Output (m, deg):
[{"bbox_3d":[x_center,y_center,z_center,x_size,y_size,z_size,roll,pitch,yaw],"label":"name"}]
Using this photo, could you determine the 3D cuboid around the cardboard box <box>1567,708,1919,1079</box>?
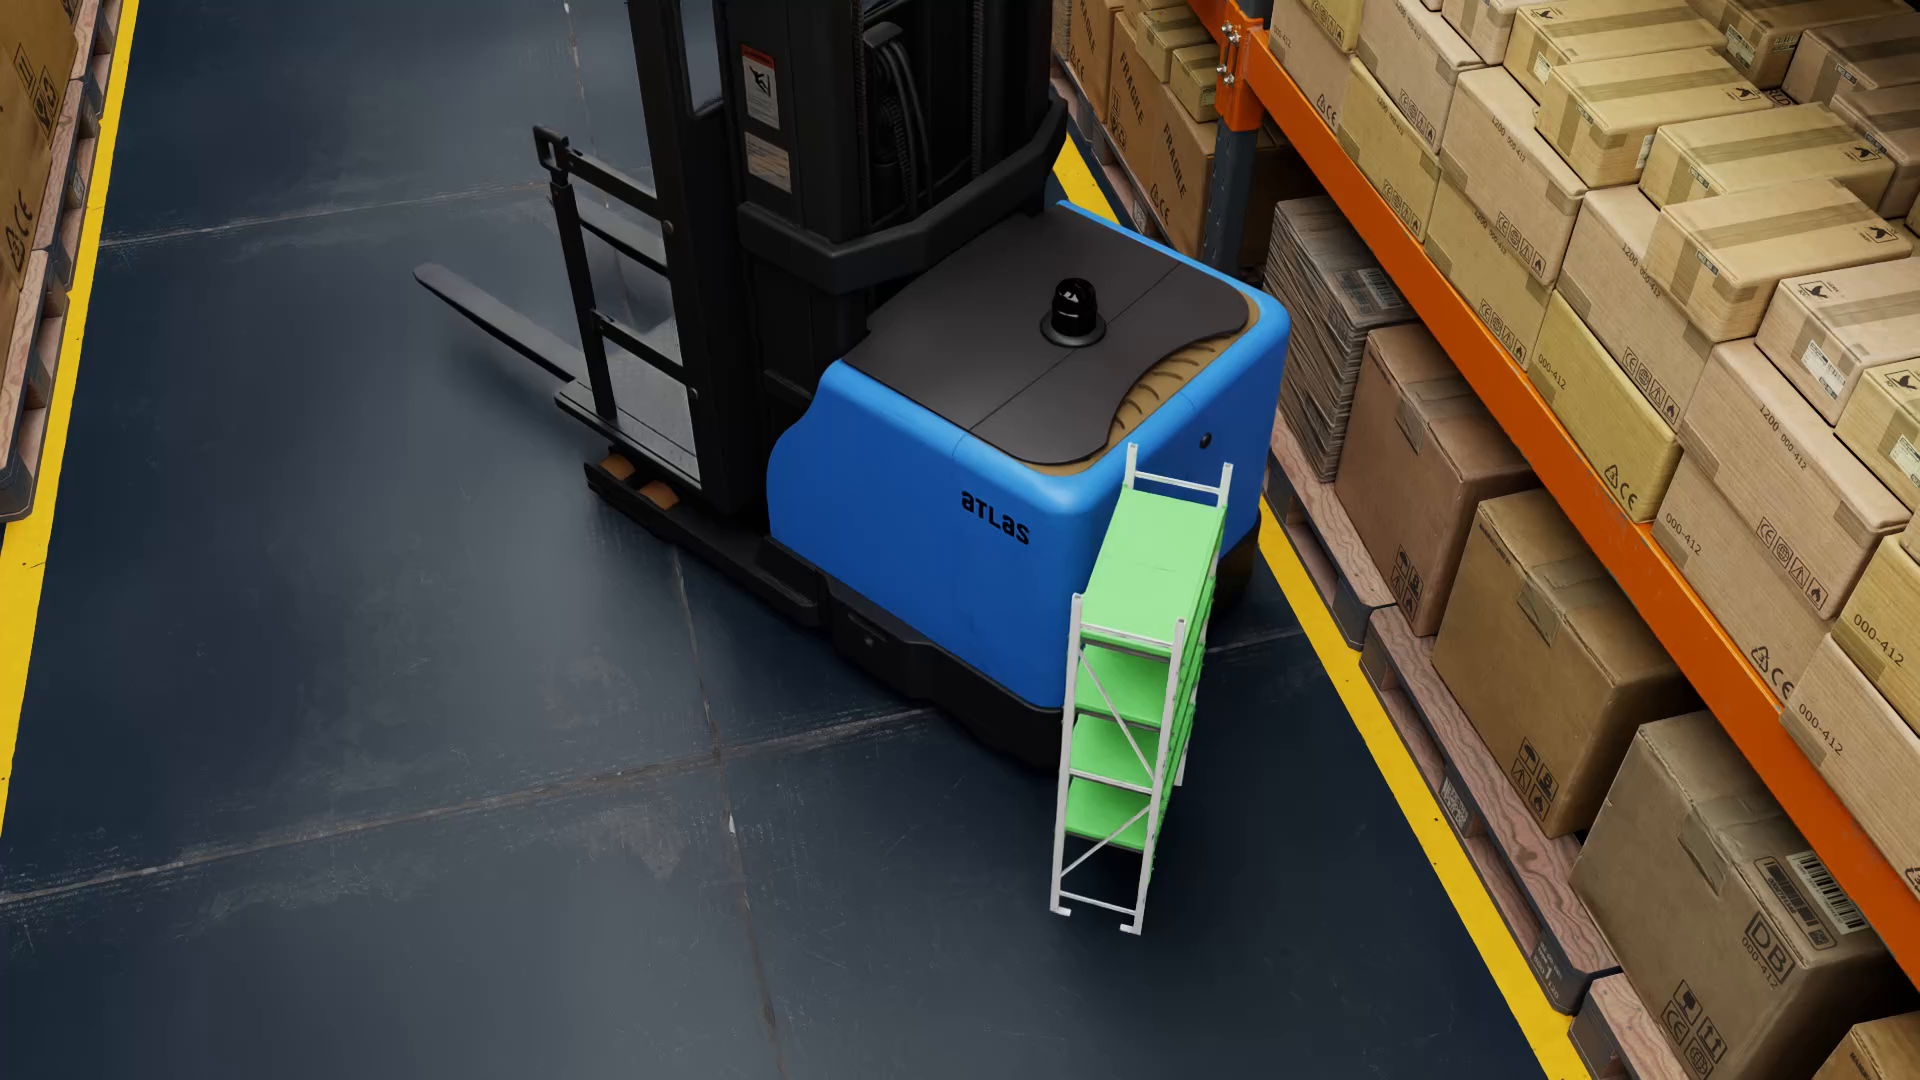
[{"bbox_3d":[2.006,0.756,3.777,0.875,0.625,0.625,-11,47,-11],"label":"cardboard box"}]

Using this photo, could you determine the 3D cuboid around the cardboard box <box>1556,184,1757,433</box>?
[{"bbox_3d":[1.594,-0.507,3.401,0.500,0.250,0.500,-10,46,-10],"label":"cardboard box"}]

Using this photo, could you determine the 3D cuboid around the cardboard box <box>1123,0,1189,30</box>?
[{"bbox_3d":[0.822,-1.960,6.073,0.380,0.149,0.250,-12,47,-12],"label":"cardboard box"}]

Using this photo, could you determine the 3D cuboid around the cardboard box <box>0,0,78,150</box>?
[{"bbox_3d":[-4.029,-2.013,6.316,0.875,0.875,0.875,-9,46,-9],"label":"cardboard box"}]

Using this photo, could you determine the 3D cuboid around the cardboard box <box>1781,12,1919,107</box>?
[{"bbox_3d":[2.045,-1.010,3.615,0.380,0.149,0.250,-11,47,-11],"label":"cardboard box"}]

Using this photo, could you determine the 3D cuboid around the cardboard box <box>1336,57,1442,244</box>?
[{"bbox_3d":[1.319,-1.042,4.276,0.500,0.250,0.500,-12,47,-11],"label":"cardboard box"}]

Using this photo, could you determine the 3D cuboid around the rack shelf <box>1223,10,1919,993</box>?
[{"bbox_3d":[1.830,-0.161,3.812,1.077,0.370,4.000,-11,47,-10],"label":"rack shelf"}]

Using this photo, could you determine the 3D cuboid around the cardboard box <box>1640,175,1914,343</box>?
[{"bbox_3d":[1.541,-0.535,3.150,0.380,0.149,0.250,-12,47,-11],"label":"cardboard box"}]

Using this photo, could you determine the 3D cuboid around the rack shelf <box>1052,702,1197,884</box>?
[{"bbox_3d":[0.423,0.608,4.240,0.258,0.148,0.480,13,47,12],"label":"rack shelf"}]

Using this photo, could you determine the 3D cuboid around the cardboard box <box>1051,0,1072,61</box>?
[{"bbox_3d":[0.596,-2.382,6.941,0.500,0.500,0.500,-12,47,-12],"label":"cardboard box"}]

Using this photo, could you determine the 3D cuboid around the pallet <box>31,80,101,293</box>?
[{"bbox_3d":[-3.917,-1.307,6.383,1.003,0.211,1.213,-11,47,-10],"label":"pallet"}]

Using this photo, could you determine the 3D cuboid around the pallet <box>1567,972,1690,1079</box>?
[{"bbox_3d":[2.115,1.442,3.689,1.003,0.211,1.213,-11,47,-10],"label":"pallet"}]

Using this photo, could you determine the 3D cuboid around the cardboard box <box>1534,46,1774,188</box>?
[{"bbox_3d":[1.455,-0.893,3.501,0.380,0.149,0.250,-10,46,-9],"label":"cardboard box"}]

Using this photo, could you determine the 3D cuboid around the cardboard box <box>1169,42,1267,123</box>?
[{"bbox_3d":[0.946,-1.588,5.708,0.380,0.149,0.250,-13,47,-12],"label":"cardboard box"}]

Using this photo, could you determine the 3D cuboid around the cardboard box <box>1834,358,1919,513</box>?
[{"bbox_3d":[1.742,-0.193,2.815,0.380,0.149,0.250,-12,47,-11],"label":"cardboard box"}]

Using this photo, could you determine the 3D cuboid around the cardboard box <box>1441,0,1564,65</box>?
[{"bbox_3d":[1.354,-1.247,3.848,0.380,0.149,0.250,-10,46,-10],"label":"cardboard box"}]

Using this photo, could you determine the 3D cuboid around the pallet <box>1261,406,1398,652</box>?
[{"bbox_3d":[1.491,-0.243,5.340,1.003,0.211,1.213,-11,47,-10],"label":"pallet"}]

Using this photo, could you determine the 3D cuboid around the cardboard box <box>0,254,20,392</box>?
[{"bbox_3d":[-3.576,-0.779,5.107,0.875,0.875,0.875,-11,47,-11],"label":"cardboard box"}]

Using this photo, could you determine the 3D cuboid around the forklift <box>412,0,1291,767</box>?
[{"bbox_3d":[-0.565,-1.307,4.479,3.031,2.935,1.130,31,53,27],"label":"forklift"}]

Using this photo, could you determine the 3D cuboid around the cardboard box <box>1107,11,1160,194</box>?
[{"bbox_3d":[0.884,-1.666,6.239,0.500,0.500,0.500,-11,47,-11],"label":"cardboard box"}]

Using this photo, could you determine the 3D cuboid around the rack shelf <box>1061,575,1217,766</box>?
[{"bbox_3d":[0.423,0.272,3.897,0.258,0.148,0.480,13,47,12],"label":"rack shelf"}]

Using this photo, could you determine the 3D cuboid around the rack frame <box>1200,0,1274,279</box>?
[{"bbox_3d":[1.318,-1.794,4.908,1.000,3.000,0.127,-11,47,-10],"label":"rack frame"}]

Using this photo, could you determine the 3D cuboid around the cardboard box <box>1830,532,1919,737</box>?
[{"bbox_3d":[1.830,0.199,2.710,0.500,0.250,0.500,-12,47,-11],"label":"cardboard box"}]

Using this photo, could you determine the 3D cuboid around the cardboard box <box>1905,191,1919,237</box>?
[{"bbox_3d":[2.114,-0.637,3.250,0.380,0.149,0.250,-10,46,-10],"label":"cardboard box"}]

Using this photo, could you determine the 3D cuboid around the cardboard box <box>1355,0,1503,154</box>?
[{"bbox_3d":[1.322,-1.220,4.100,0.500,0.250,0.500,-9,46,-9],"label":"cardboard box"}]

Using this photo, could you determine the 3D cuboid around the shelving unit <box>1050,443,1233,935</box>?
[{"bbox_3d":[0.423,0.395,4.023,0.258,1.200,0.503,13,47,12],"label":"shelving unit"}]

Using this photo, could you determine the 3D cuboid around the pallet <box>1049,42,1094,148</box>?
[{"bbox_3d":[0.854,-2.181,7.240,1.003,0.211,1.213,-11,47,-10],"label":"pallet"}]

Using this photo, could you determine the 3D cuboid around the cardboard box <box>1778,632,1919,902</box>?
[{"bbox_3d":[1.826,0.374,2.888,0.500,0.250,0.500,-11,47,-11],"label":"cardboard box"}]

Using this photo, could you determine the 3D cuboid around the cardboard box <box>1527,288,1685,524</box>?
[{"bbox_3d":[1.589,-0.330,3.578,0.500,0.250,0.500,-9,46,-9],"label":"cardboard box"}]

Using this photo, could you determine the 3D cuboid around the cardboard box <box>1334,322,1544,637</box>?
[{"bbox_3d":[1.639,-0.227,4.741,0.875,0.625,0.625,-9,46,-9],"label":"cardboard box"}]

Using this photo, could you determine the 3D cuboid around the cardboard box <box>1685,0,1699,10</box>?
[{"bbox_3d":[1.909,-1.362,3.960,0.380,0.149,0.250,-12,47,-11],"label":"cardboard box"}]

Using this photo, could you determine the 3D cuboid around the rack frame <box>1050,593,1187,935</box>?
[{"bbox_3d":[0.349,0.561,3.860,0.240,1.200,0.015,13,47,12],"label":"rack frame"}]

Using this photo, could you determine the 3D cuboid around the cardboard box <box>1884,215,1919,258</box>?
[{"bbox_3d":[2.081,-0.609,3.502,0.500,0.250,0.500,-12,47,-11],"label":"cardboard box"}]
